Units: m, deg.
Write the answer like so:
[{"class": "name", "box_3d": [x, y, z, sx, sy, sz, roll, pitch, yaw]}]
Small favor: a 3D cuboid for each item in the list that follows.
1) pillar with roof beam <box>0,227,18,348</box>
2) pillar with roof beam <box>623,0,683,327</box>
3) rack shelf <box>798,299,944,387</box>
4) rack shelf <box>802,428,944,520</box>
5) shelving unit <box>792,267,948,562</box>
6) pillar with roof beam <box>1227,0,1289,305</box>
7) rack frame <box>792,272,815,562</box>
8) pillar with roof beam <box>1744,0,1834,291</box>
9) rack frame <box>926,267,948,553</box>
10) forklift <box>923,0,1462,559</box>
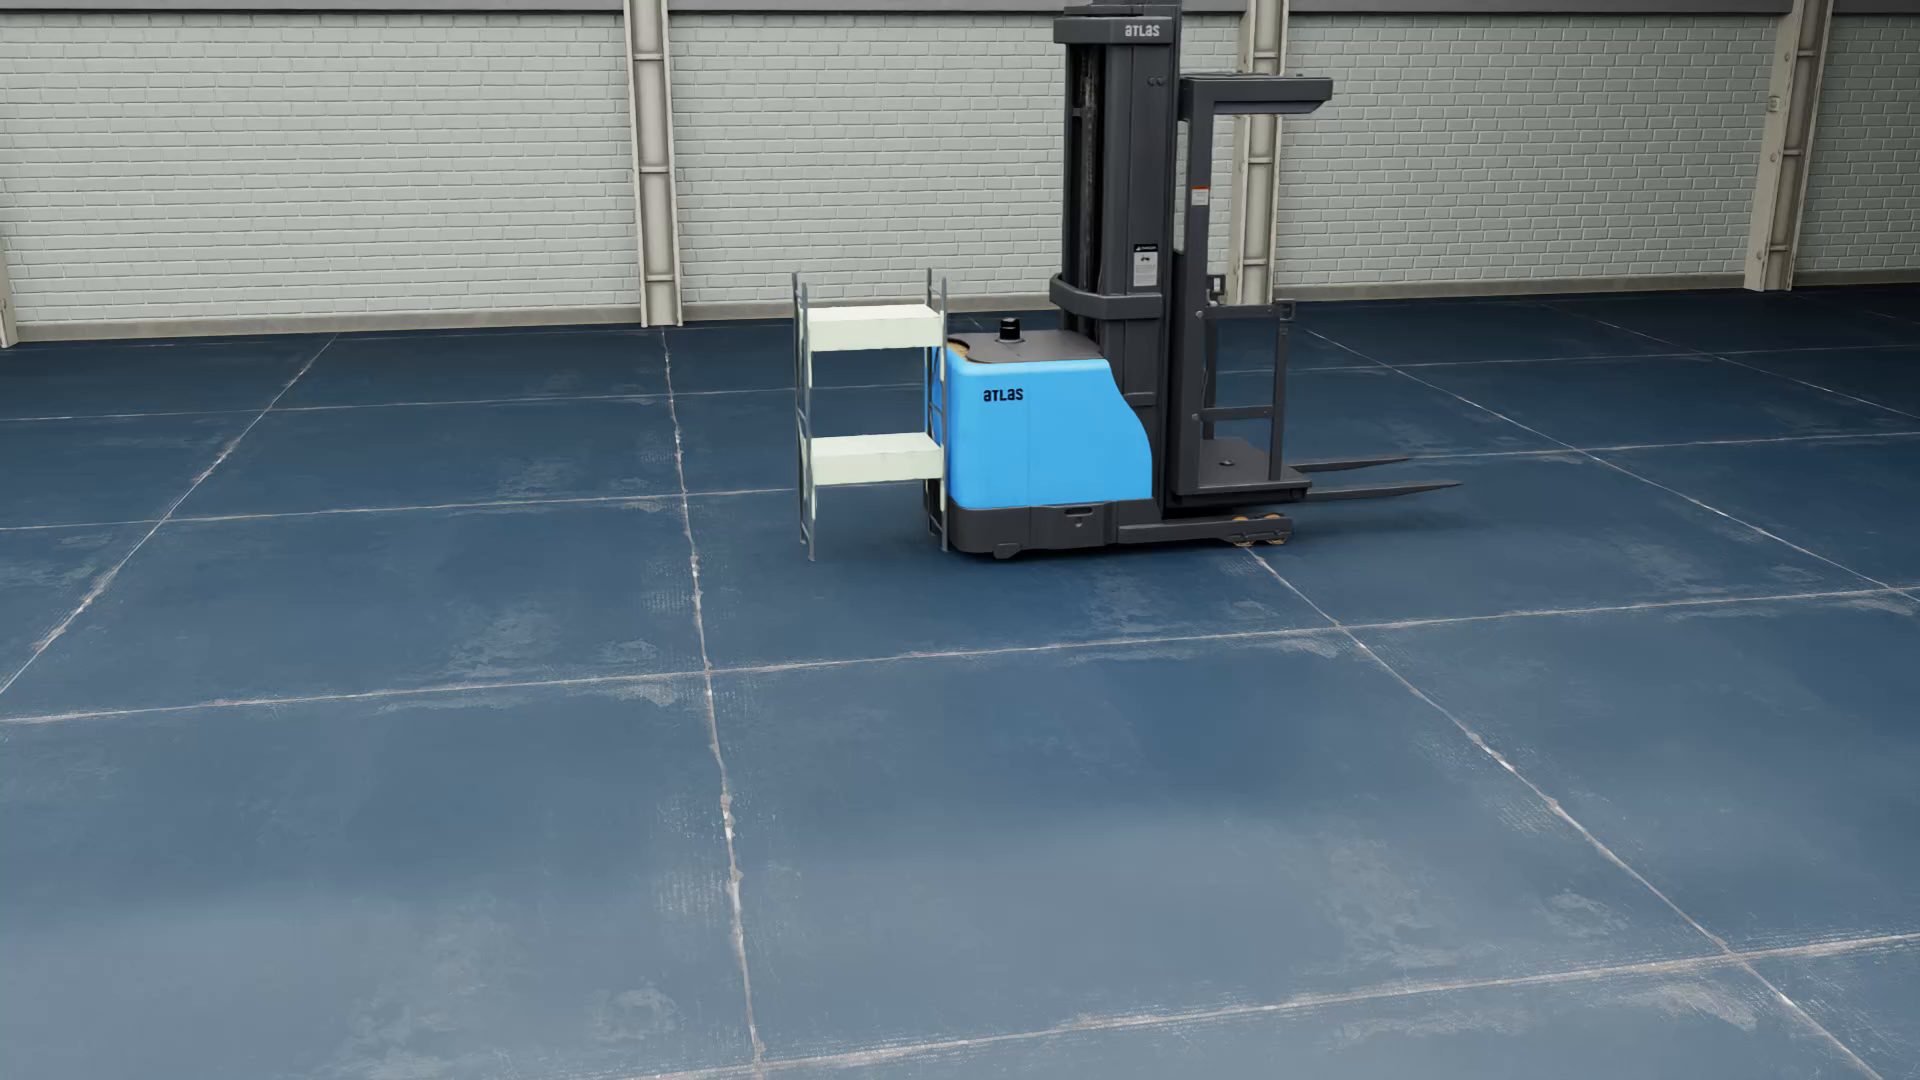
[{"class": "pillar with roof beam", "box_3d": [-7.968, -4.827, 9.700, 0.400, 9.000, 9.100, -3, 17, -10]}, {"class": "pillar with roof beam", "box_3d": [-2.077, -5.161, 10.788, 0.400, 9.000, 9.100, -3, 17, -10]}, {"class": "rack shelf", "box_3d": [-0.482, -1.053, 8.857, 0.720, 0.370, 0.431, -4, 18, -13]}, {"class": "rack shelf", "box_3d": [-0.482, -0.368, 9.067, 0.720, 0.370, 0.431, -4, 18, -13]}, {"class": "shelving unit", "box_3d": [-0.482, -0.680, 8.971, 0.755, 1.500, 0.431, -4, 18, -13]}, {"class": "pillar with roof beam", "box_3d": [3.814, -5.495, 11.876, 0.400, 9.000, 9.100, -3, 17, -10]}, {"class": "rack frame", "box_3d": [-0.838, -0.655, 8.890, 0.023, 1.500, 0.400, -4, 18, -13]}, {"class": "pillar with roof beam", "box_3d": [9.705, -5.829, 12.964, 0.400, 9.000, 9.100, -3, 17, -10]}, {"class": "rack frame", "box_3d": [-0.126, -0.705, 9.052, 0.023, 1.500, 0.400, -4, 18, -13]}, {"class": "forklift", "box_3d": [1.358, -1.508, 9.228, 3.031, 2.935, 1.130, -4, 18, -13]}]
